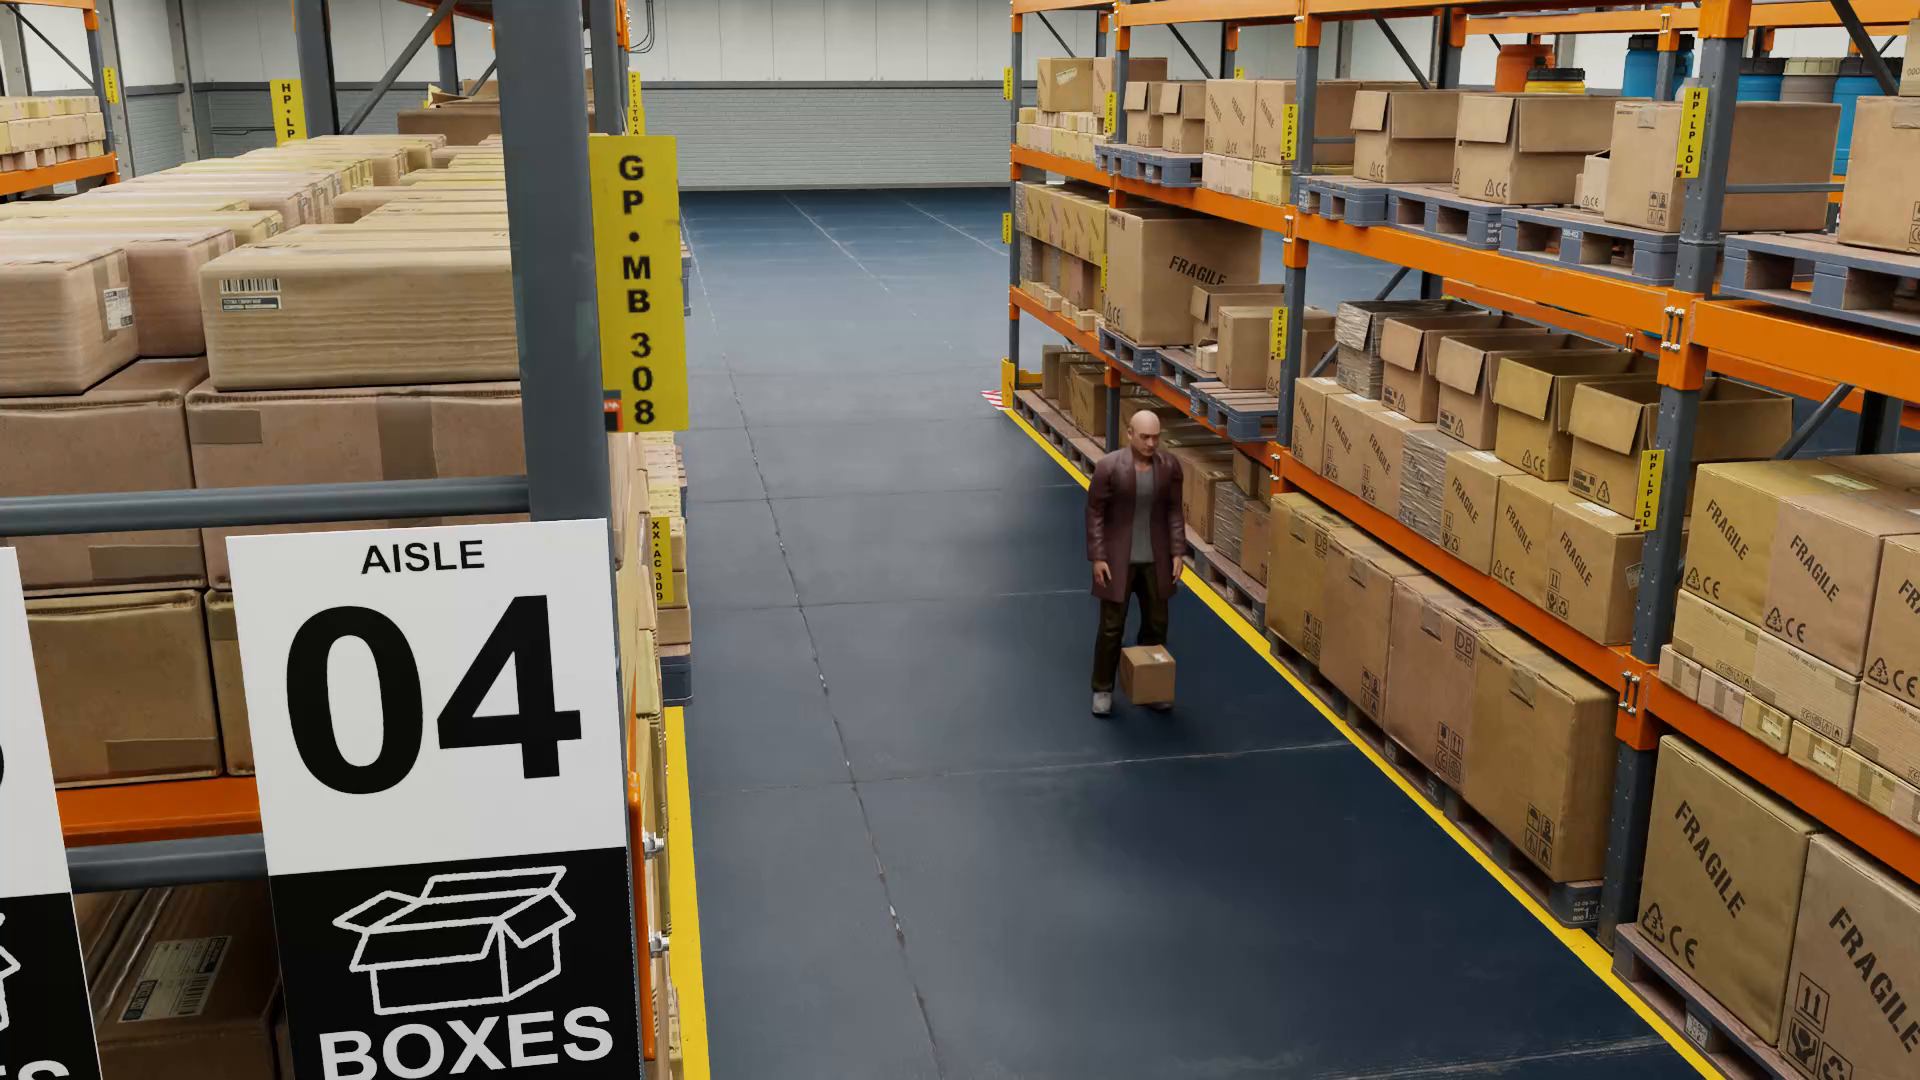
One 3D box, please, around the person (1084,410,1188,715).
[{"bbox_3d":[1.023,0.115,9.661,0.606,1.775,0.425,-4,16,-12],"label":"person"}]
